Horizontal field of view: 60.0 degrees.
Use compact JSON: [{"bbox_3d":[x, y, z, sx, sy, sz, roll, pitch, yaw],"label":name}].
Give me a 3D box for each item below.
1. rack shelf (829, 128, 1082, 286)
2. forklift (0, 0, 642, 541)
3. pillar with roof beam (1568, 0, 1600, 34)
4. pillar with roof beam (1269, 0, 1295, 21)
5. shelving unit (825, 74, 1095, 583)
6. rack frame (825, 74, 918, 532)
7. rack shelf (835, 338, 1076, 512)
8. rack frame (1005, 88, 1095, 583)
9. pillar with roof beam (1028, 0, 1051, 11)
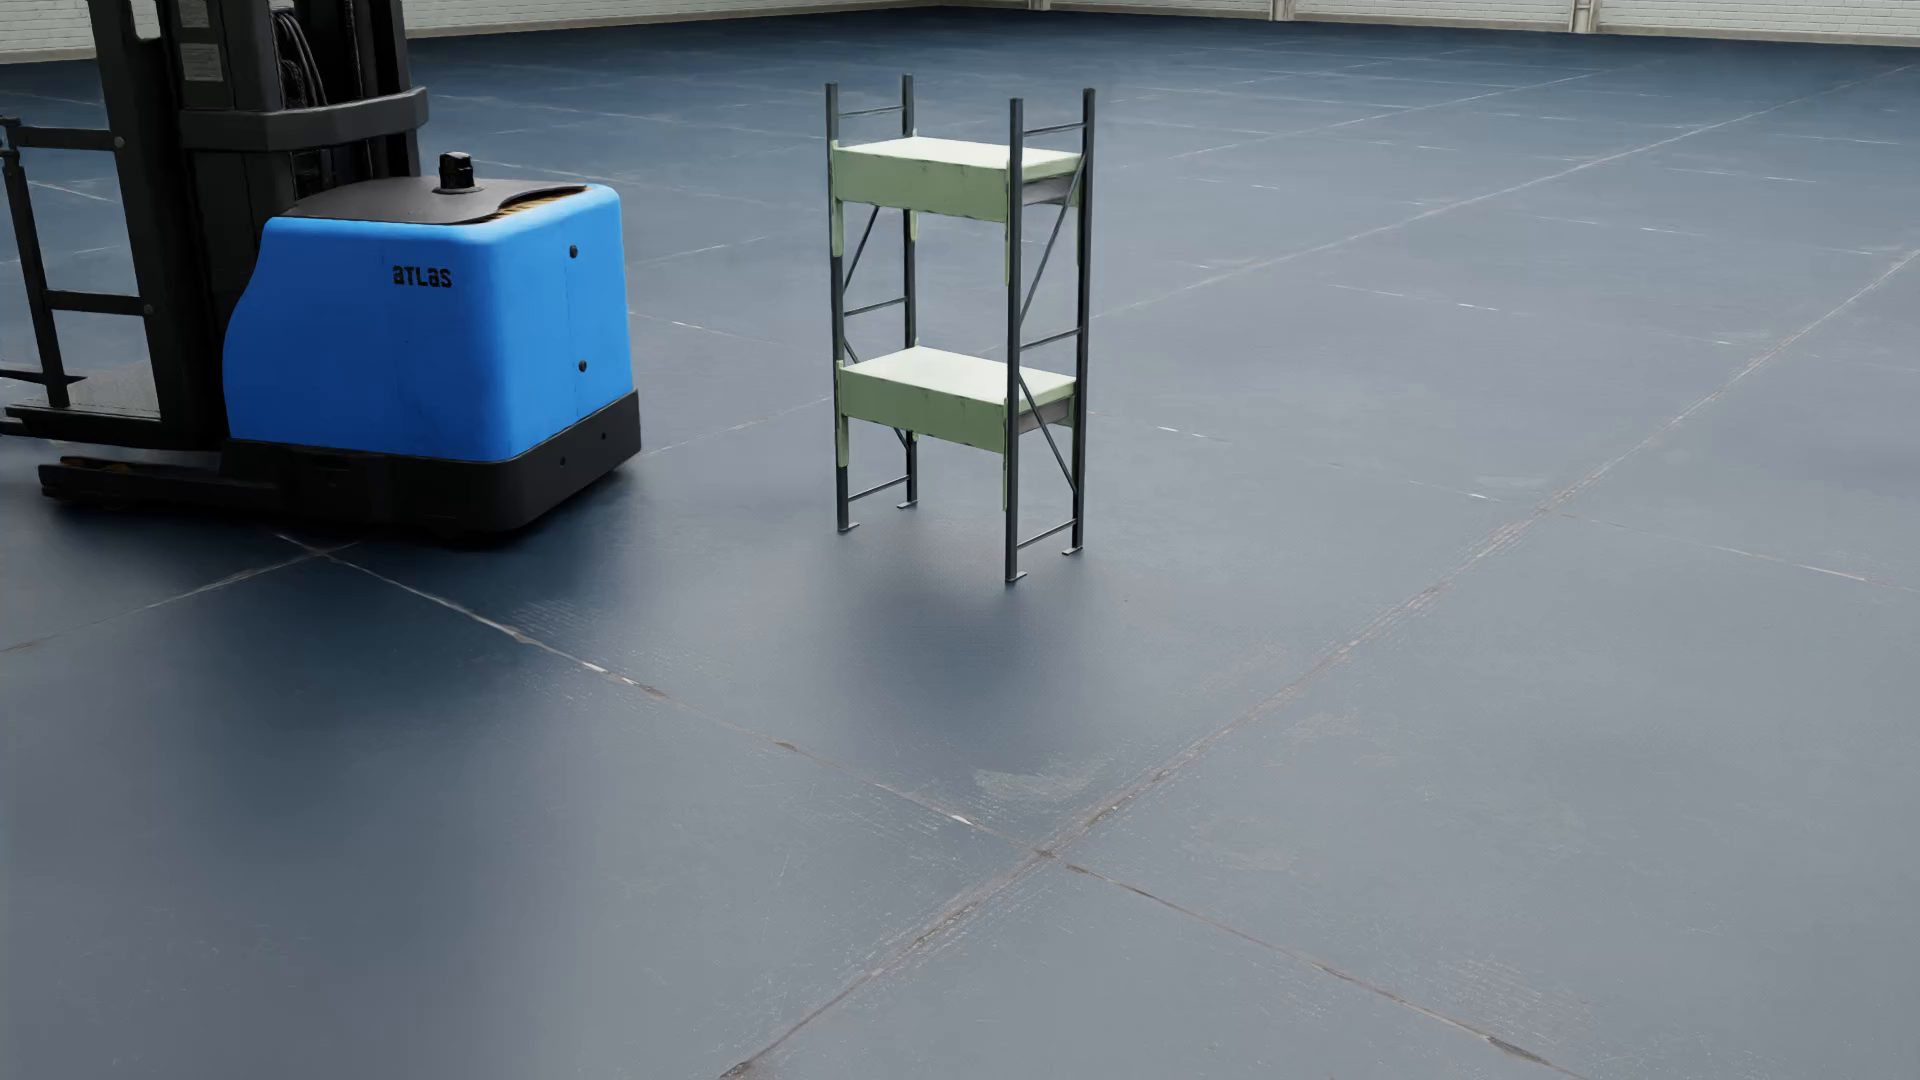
[{"bbox_3d":[-0.005,-1.068,5.270,0.720,0.370,0.431,16,26,36],"label":"rack shelf"},{"bbox_3d":[-2.798,-1.648,5.883,3.031,2.935,1.130,6,21,15],"label":"forklift"},{"bbox_3d":[8.324,-12.032,24.821,0.400,9.000,9.100,16,26,36],"label":"pillar with roof beam"},{"bbox_3d":[3.676,-13.371,28.371,0.400,9.000,9.100,16,26,36],"label":"pillar with roof beam"},{"bbox_3d":[-0.005,-0.703,5.407,0.755,1.500,0.431,16,26,36],"label":"shelving unit"},{"bbox_3d":[-0.289,-0.785,5.624,0.023,1.500,0.400,16,26,36],"label":"rack frame"},{"bbox_3d":[-0.005,-0.398,5.523,0.720,0.370,0.431,16,26,36],"label":"rack shelf"},{"bbox_3d":[0.278,-0.622,5.191,0.023,1.500,0.400,16,26,36],"label":"rack frame"},{"bbox_3d":[-0.972,-14.709,31.921,0.400,9.000,9.100,16,26,36],"label":"pillar with roof beam"}]
